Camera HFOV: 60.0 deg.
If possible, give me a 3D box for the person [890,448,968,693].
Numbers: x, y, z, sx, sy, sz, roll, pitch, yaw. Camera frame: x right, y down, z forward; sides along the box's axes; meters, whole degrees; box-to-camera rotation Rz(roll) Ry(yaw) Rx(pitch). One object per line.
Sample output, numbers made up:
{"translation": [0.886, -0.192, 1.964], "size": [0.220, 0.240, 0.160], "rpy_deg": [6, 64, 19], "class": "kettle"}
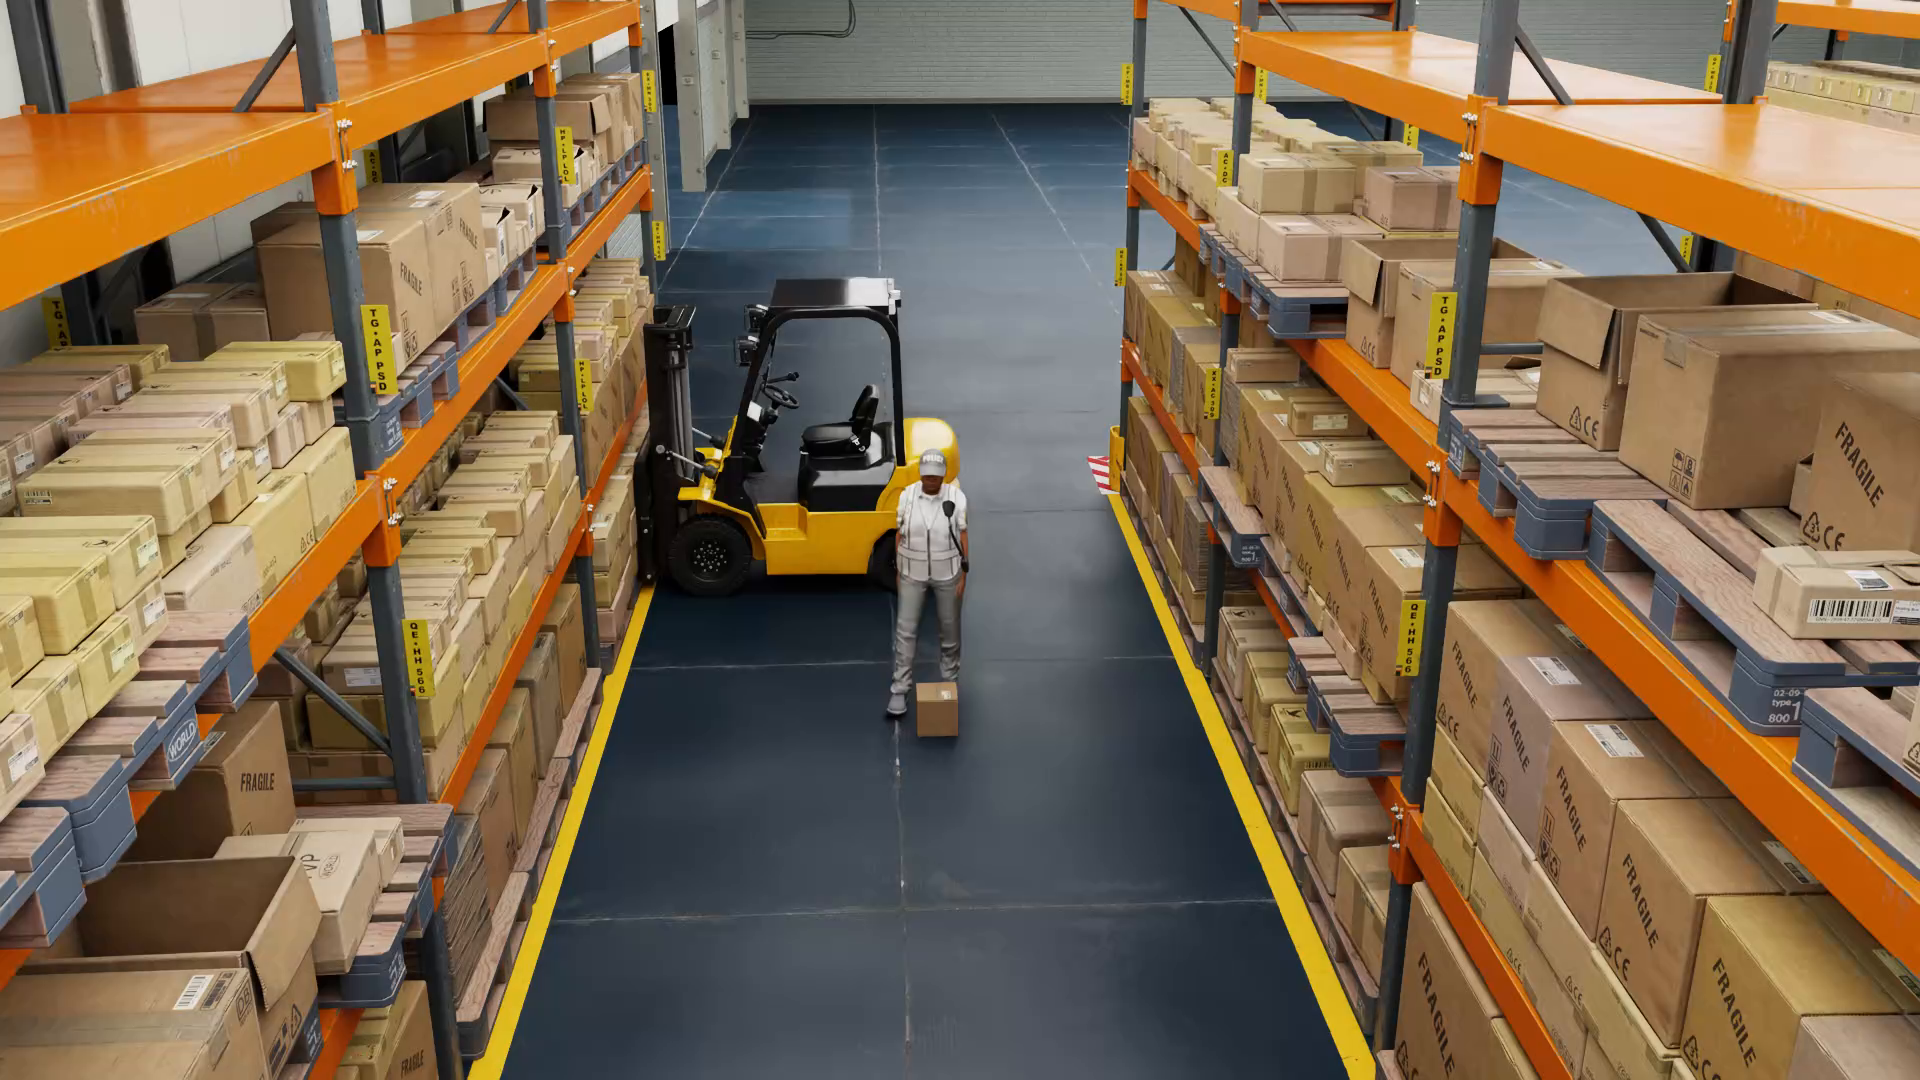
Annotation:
{"translation": [-0.195, 0.201, 10.441], "size": [0.488, 1.598, 0.447], "rpy_deg": [1, 21, 2], "class": "person"}
